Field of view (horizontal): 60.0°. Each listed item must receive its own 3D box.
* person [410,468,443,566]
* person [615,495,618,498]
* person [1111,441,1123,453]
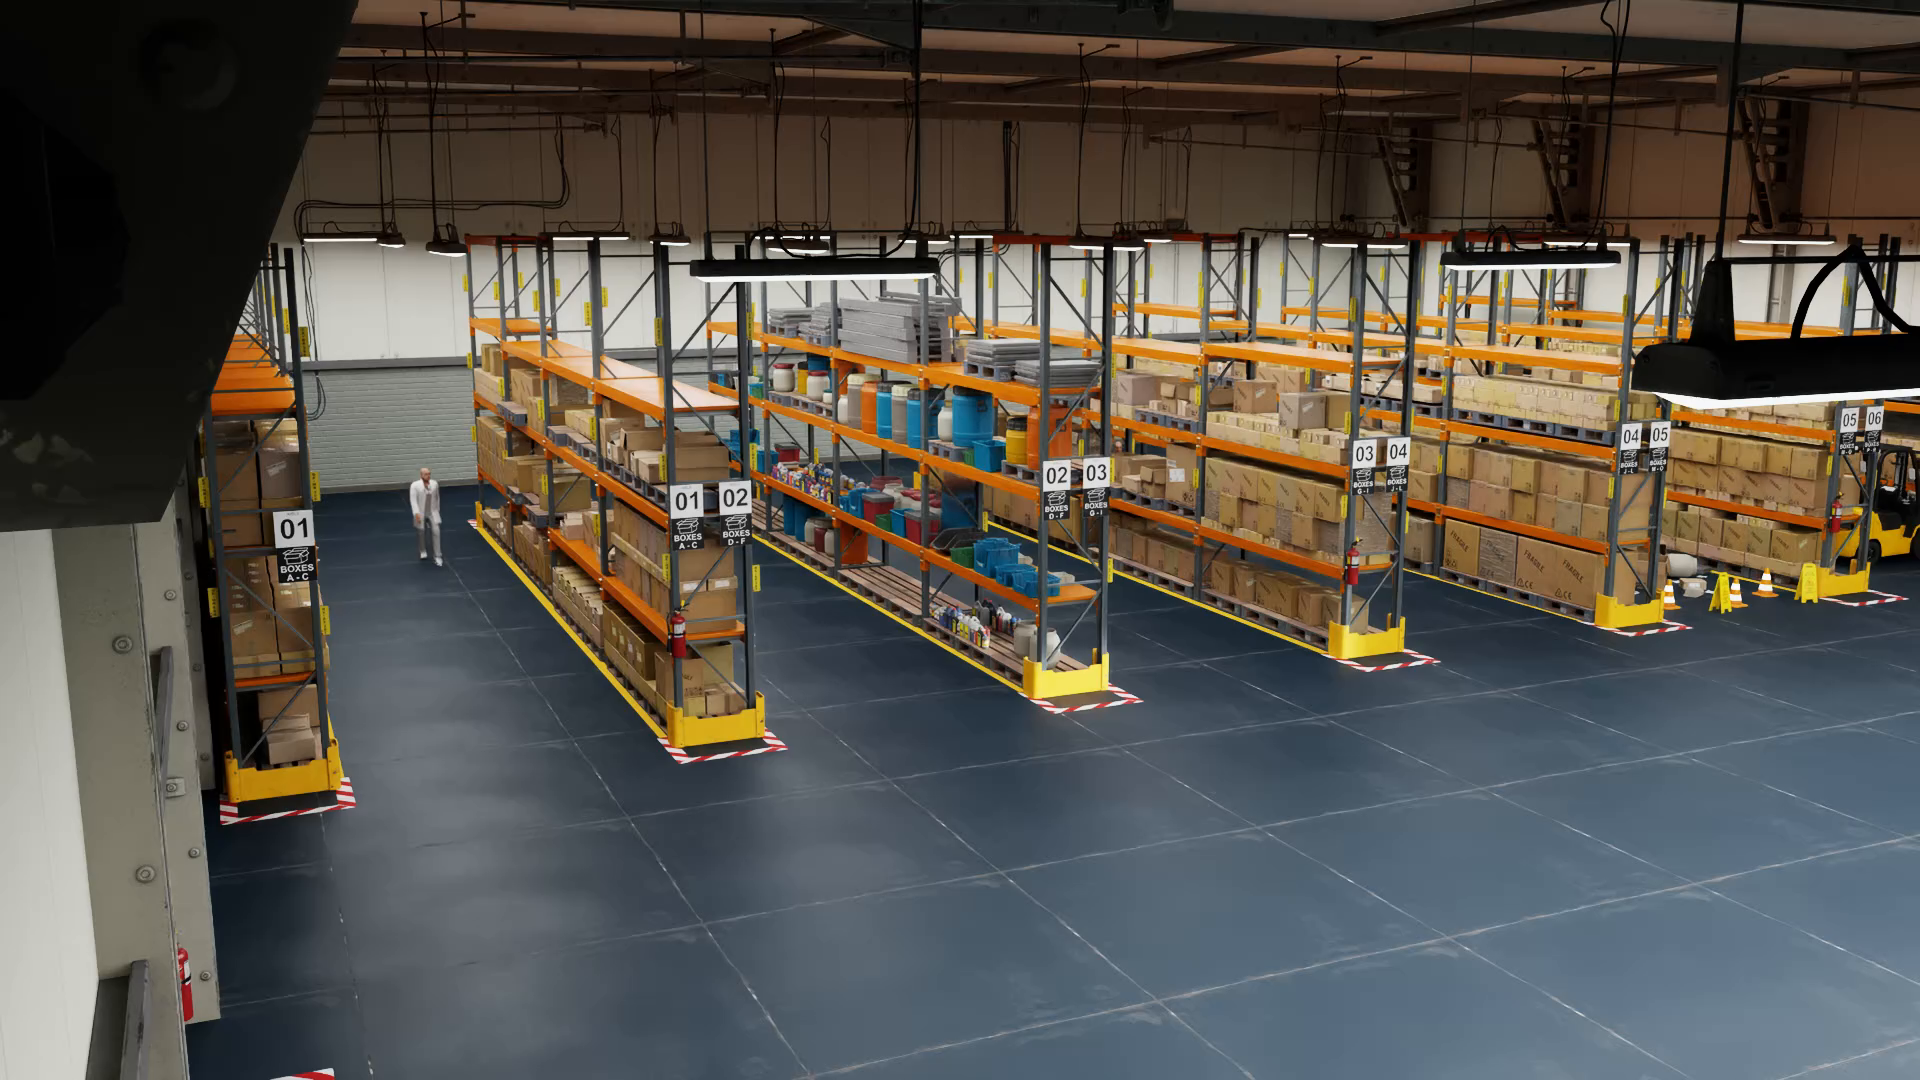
[{"bbox_3d":[-9.917,-0.451,30.907,0.572,1.801,0.933,-6,12,-28],"label":"person"},{"bbox_3d":[-6.600,-0.757,32.843,0.448,1.536,0.952,-6,12,-27],"label":"person"},{"bbox_3d":[3.245,-1.180,34.670,0.667,1.804,0.892,-6,12,-28],"label":"person"}]
